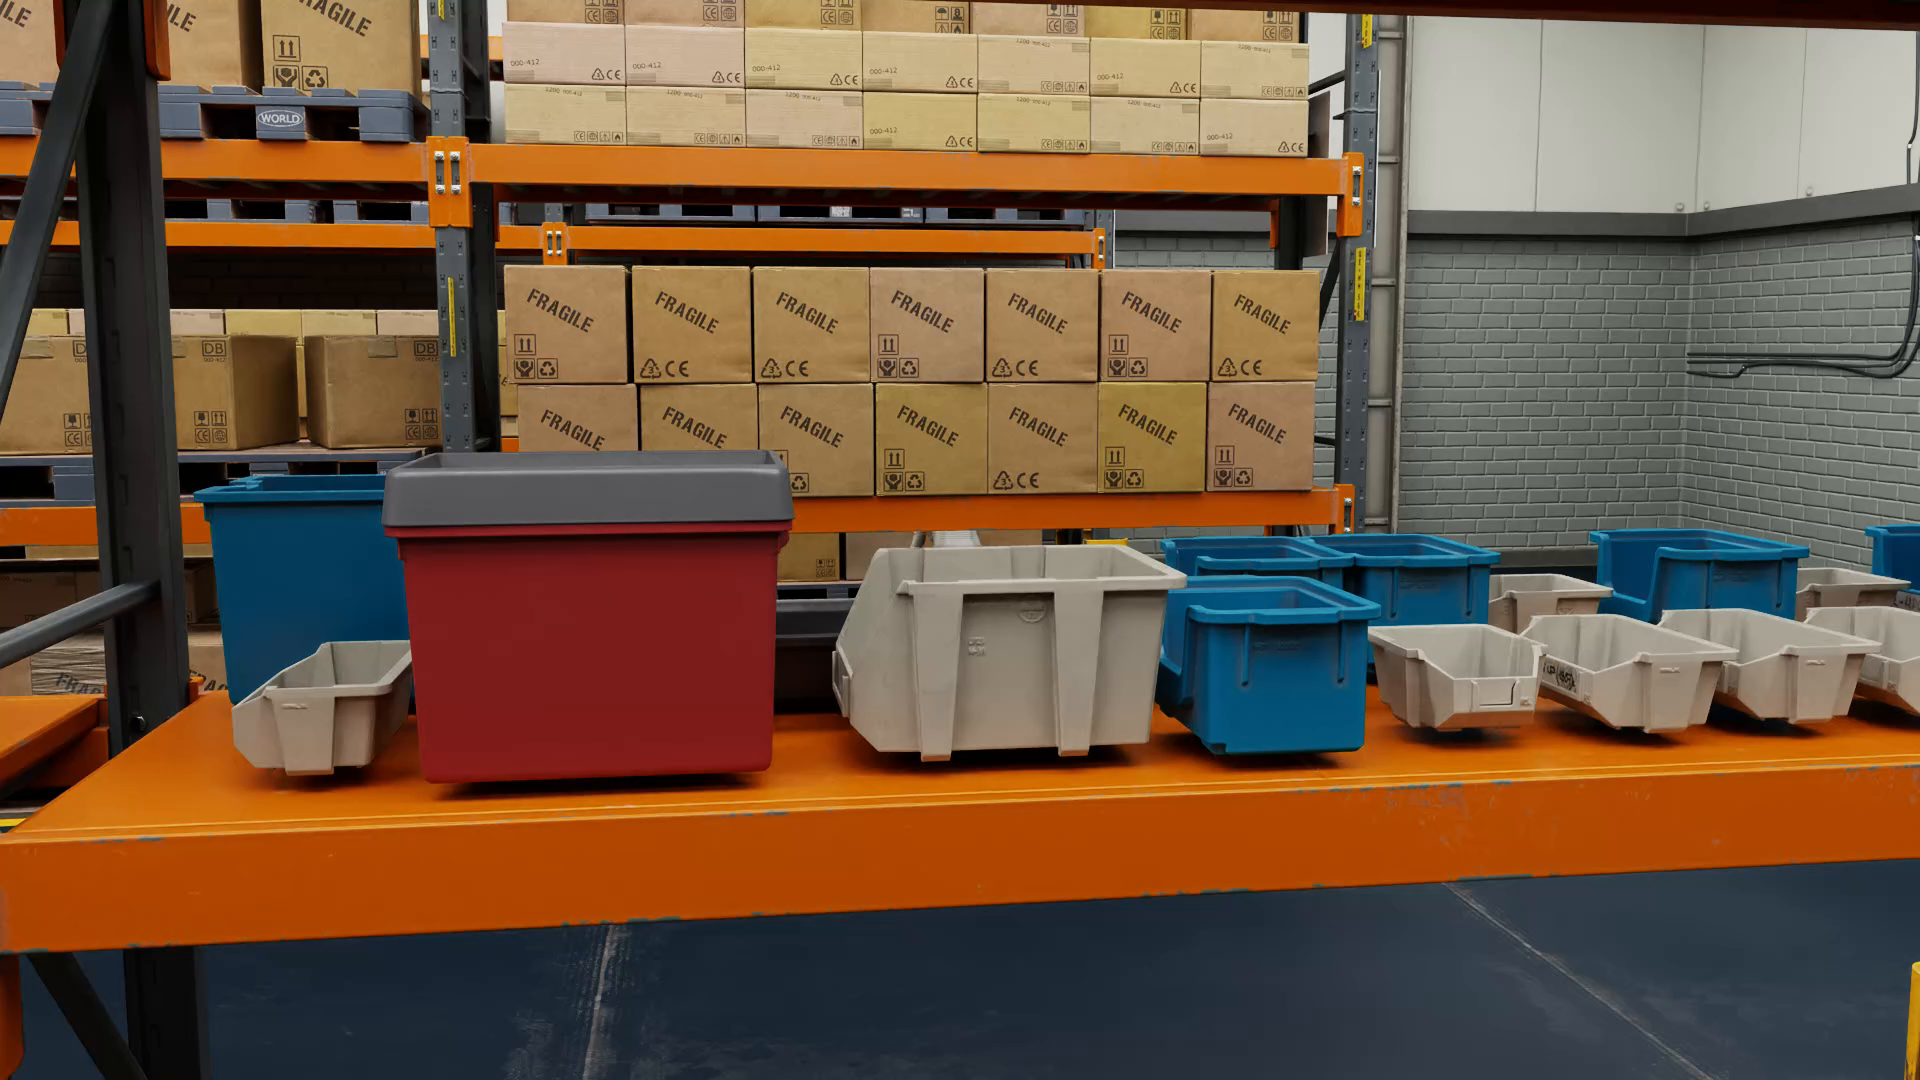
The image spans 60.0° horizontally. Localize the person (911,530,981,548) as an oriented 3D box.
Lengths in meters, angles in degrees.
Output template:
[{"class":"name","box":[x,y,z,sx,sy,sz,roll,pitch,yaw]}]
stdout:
[{"class":"person","box":[-0.083,0.154,11.120,0.457,1.039,0.757,-1,7,-9]}]
